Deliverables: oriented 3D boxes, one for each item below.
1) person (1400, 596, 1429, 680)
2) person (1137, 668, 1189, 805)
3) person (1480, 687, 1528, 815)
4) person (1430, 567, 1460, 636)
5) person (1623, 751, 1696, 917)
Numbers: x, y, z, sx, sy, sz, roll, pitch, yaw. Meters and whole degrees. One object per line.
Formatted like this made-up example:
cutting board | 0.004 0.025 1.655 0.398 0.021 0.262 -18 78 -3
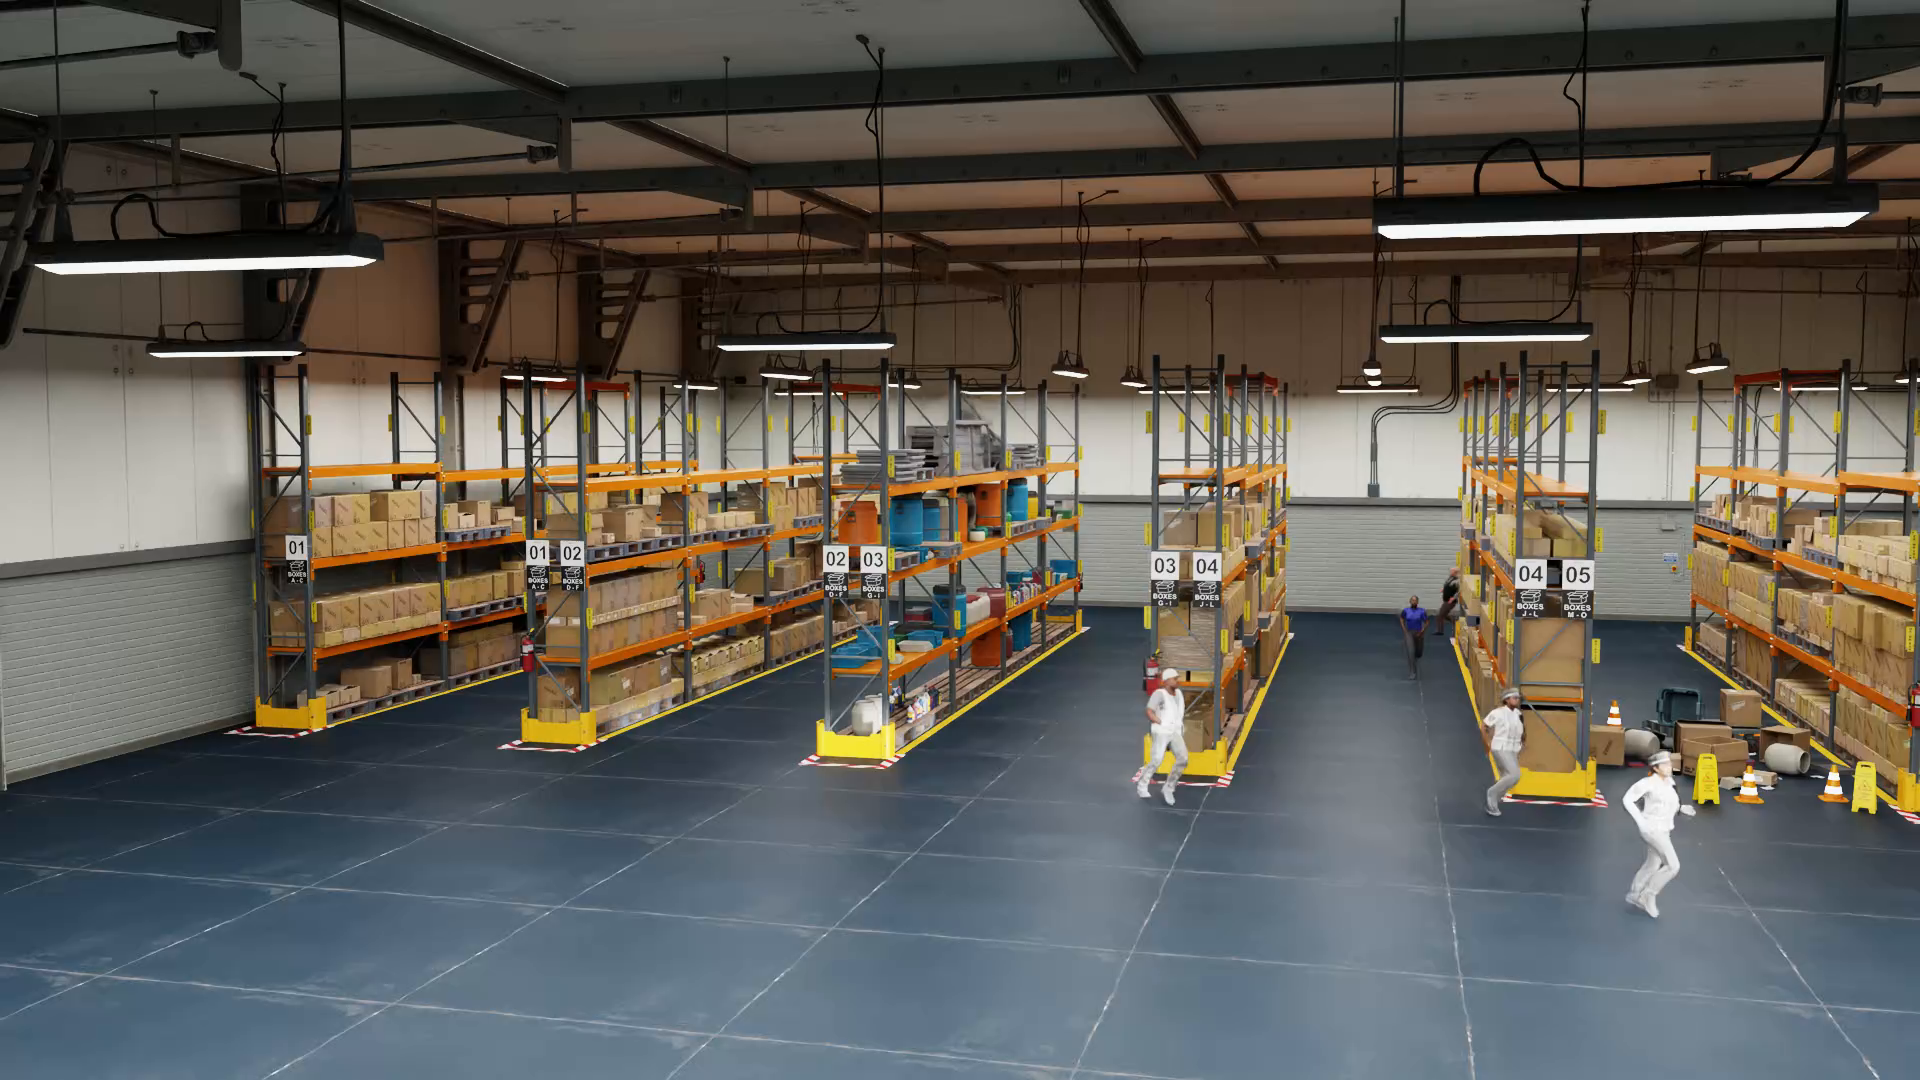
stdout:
person | 9.056 1.929 33.143 0.551 1.649 1.002 1 4 9
person | 2.765 2.603 22.175 0.738 1.784 0.672 -3 5 -35
person | 7.061 2.712 21.333 0.593 1.640 0.546 -2 5 -29
person | 11.568 1.457 39.366 0.803 1.661 0.721 1 4 9
person | 7.172 2.996 17.025 0.584 1.710 0.659 -3 5 -39
